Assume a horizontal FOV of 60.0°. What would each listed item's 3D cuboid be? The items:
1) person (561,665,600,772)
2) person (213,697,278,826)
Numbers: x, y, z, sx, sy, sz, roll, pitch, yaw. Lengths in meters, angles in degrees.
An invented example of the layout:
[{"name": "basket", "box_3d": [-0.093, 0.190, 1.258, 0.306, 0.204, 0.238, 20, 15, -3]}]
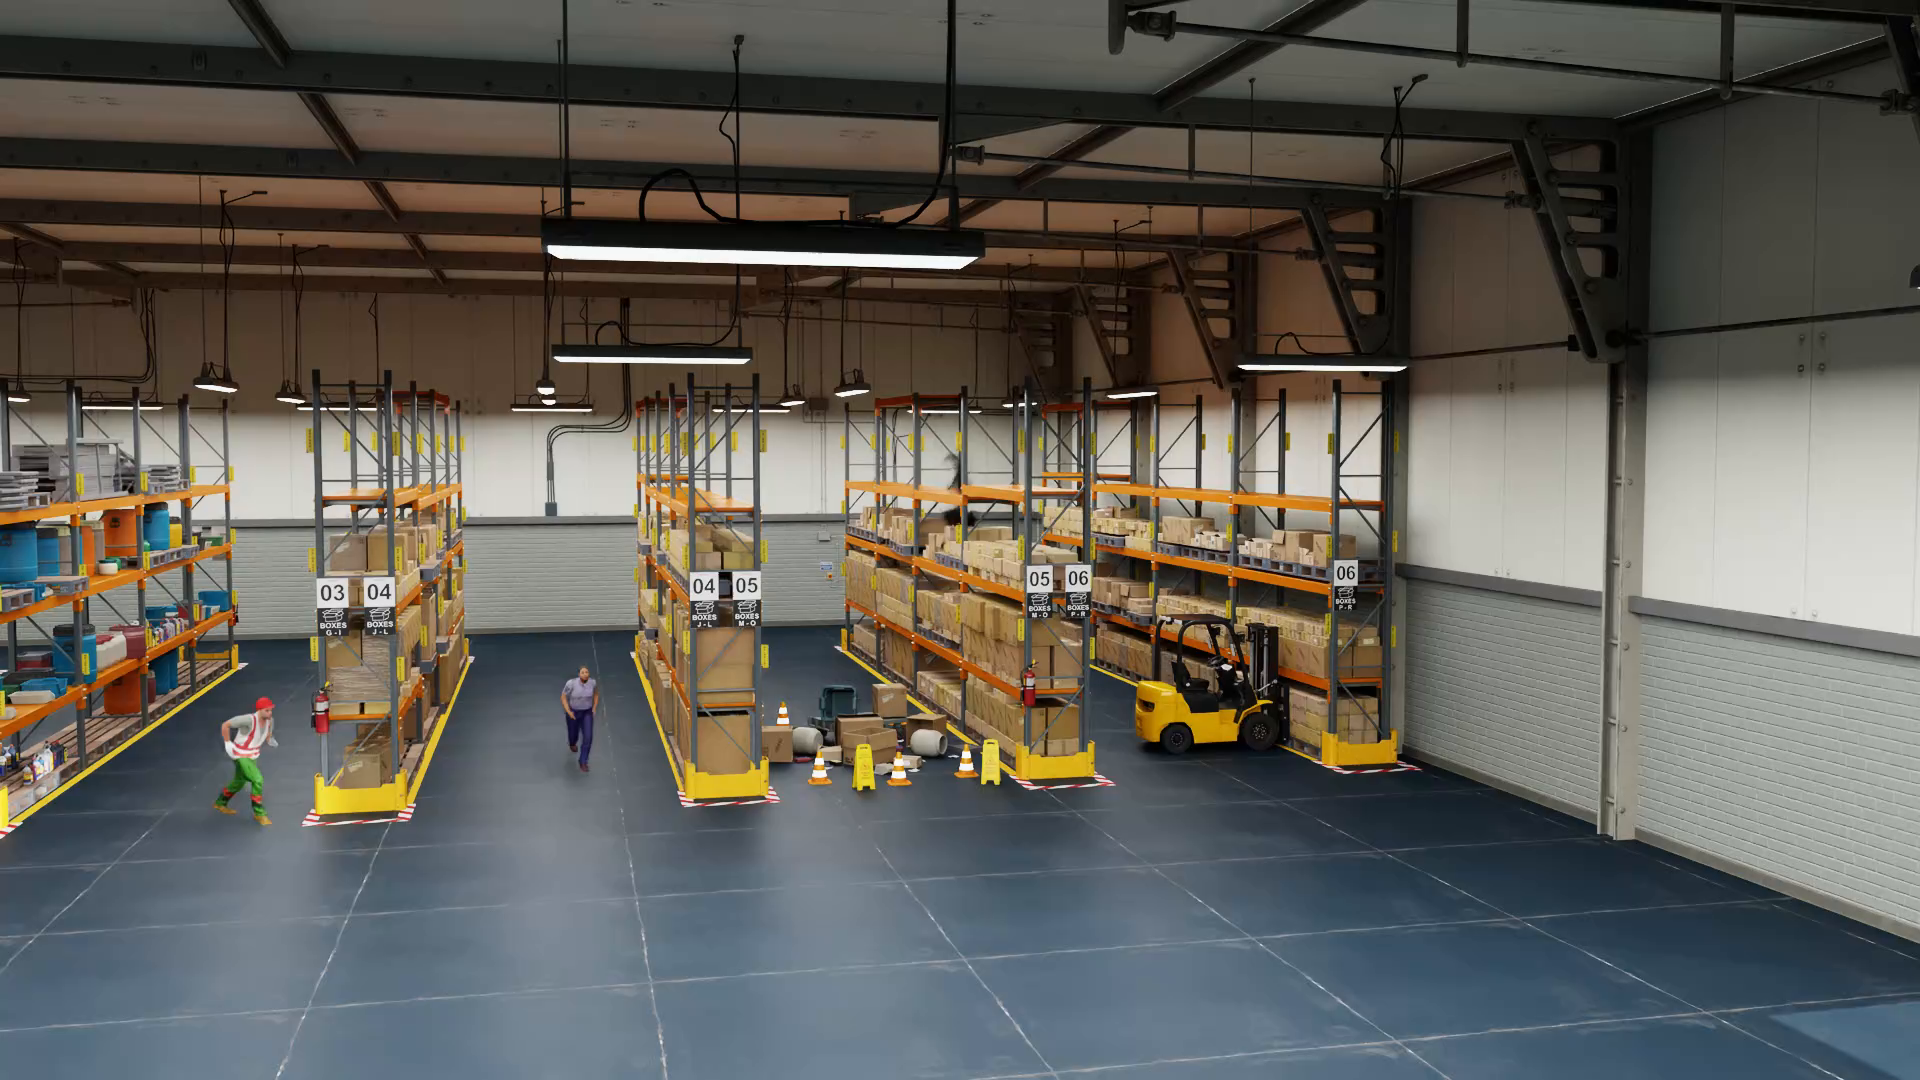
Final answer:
[{"name": "person", "box_3d": [-5.882, 2.736, 25.762, 0.606, 1.646, 0.920, -1, 4, -23]}, {"name": "person", "box_3d": [-9.447, 2.918, 21.907, 1.051, 1.731, 0.706, 1, 4, 20]}]
